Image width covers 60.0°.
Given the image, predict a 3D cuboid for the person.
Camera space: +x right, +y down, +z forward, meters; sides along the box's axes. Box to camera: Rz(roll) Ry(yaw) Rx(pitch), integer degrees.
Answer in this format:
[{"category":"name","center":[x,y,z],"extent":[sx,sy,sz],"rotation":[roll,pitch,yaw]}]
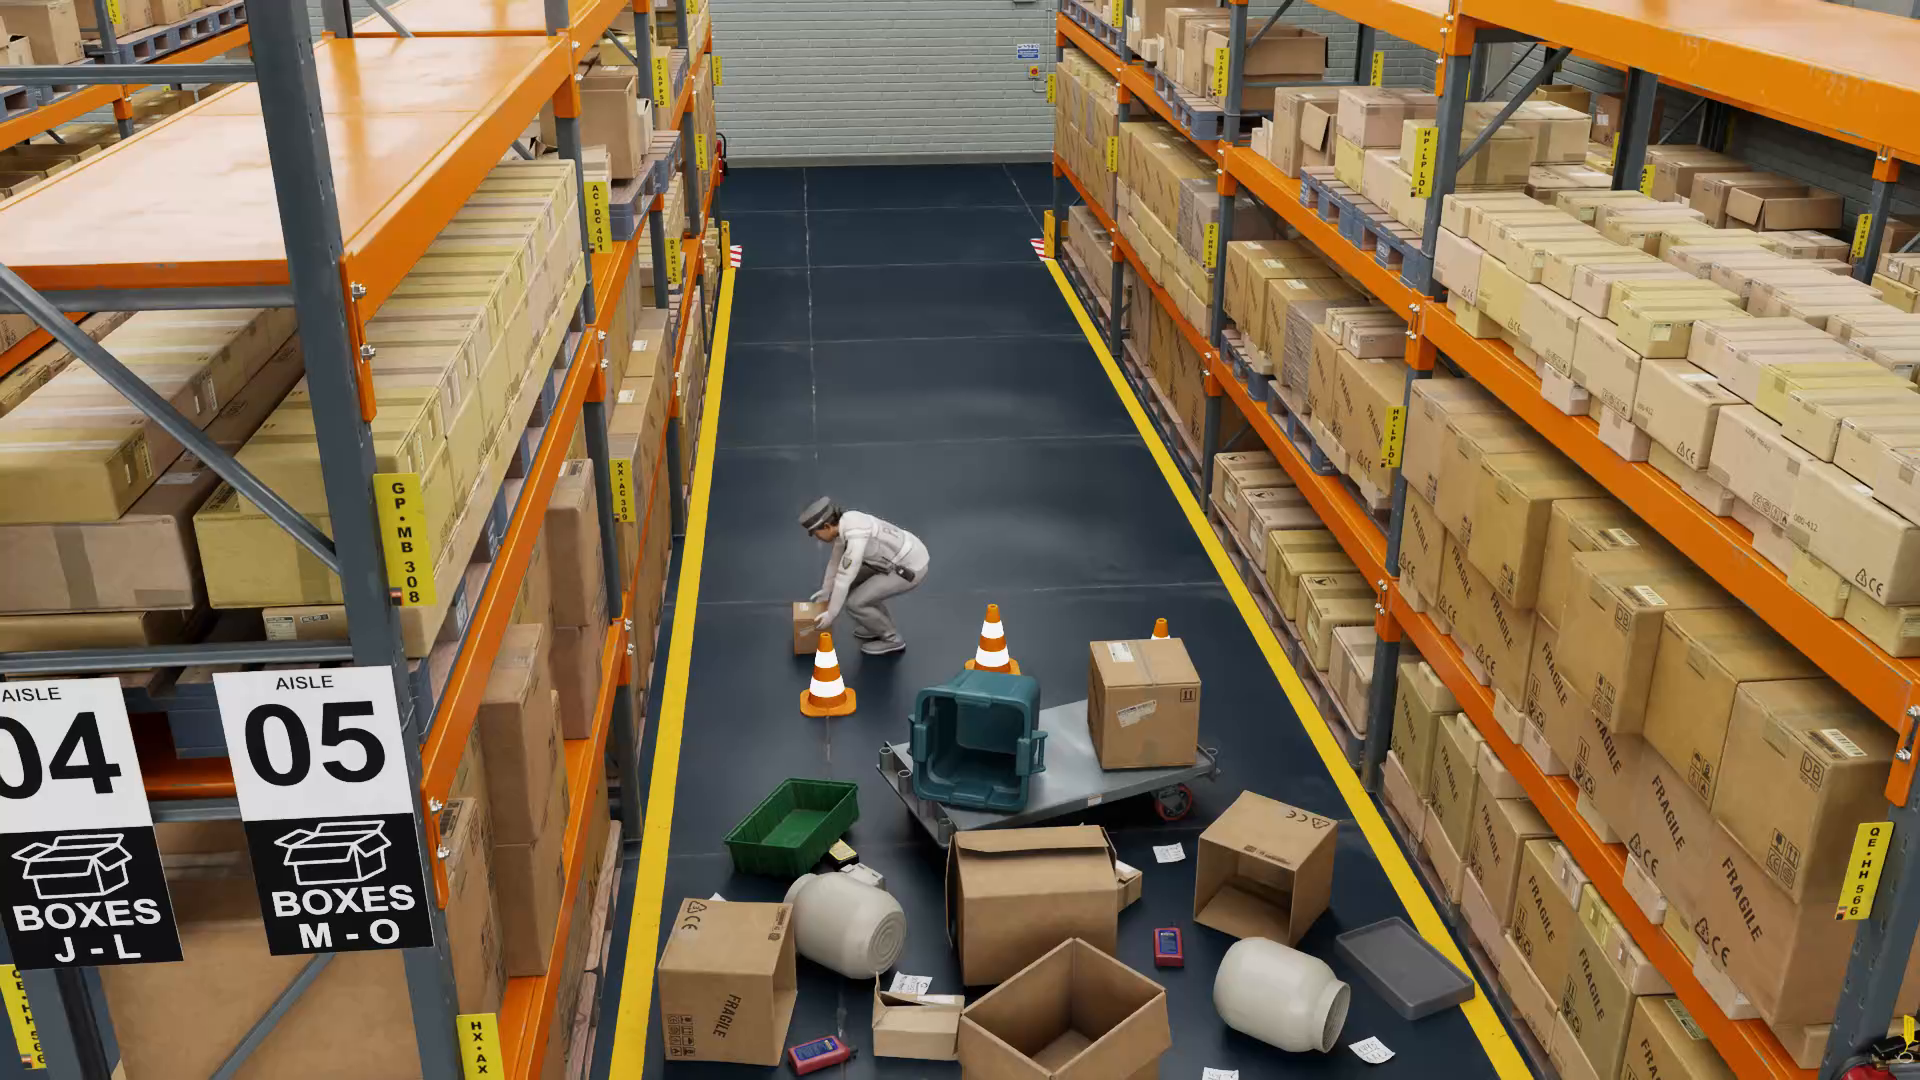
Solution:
[{"category":"person","center":[-0.610,0.207,10.600],"extent":[0.832,1.052,0.501],"rotation":[-2,24,-5]}]
